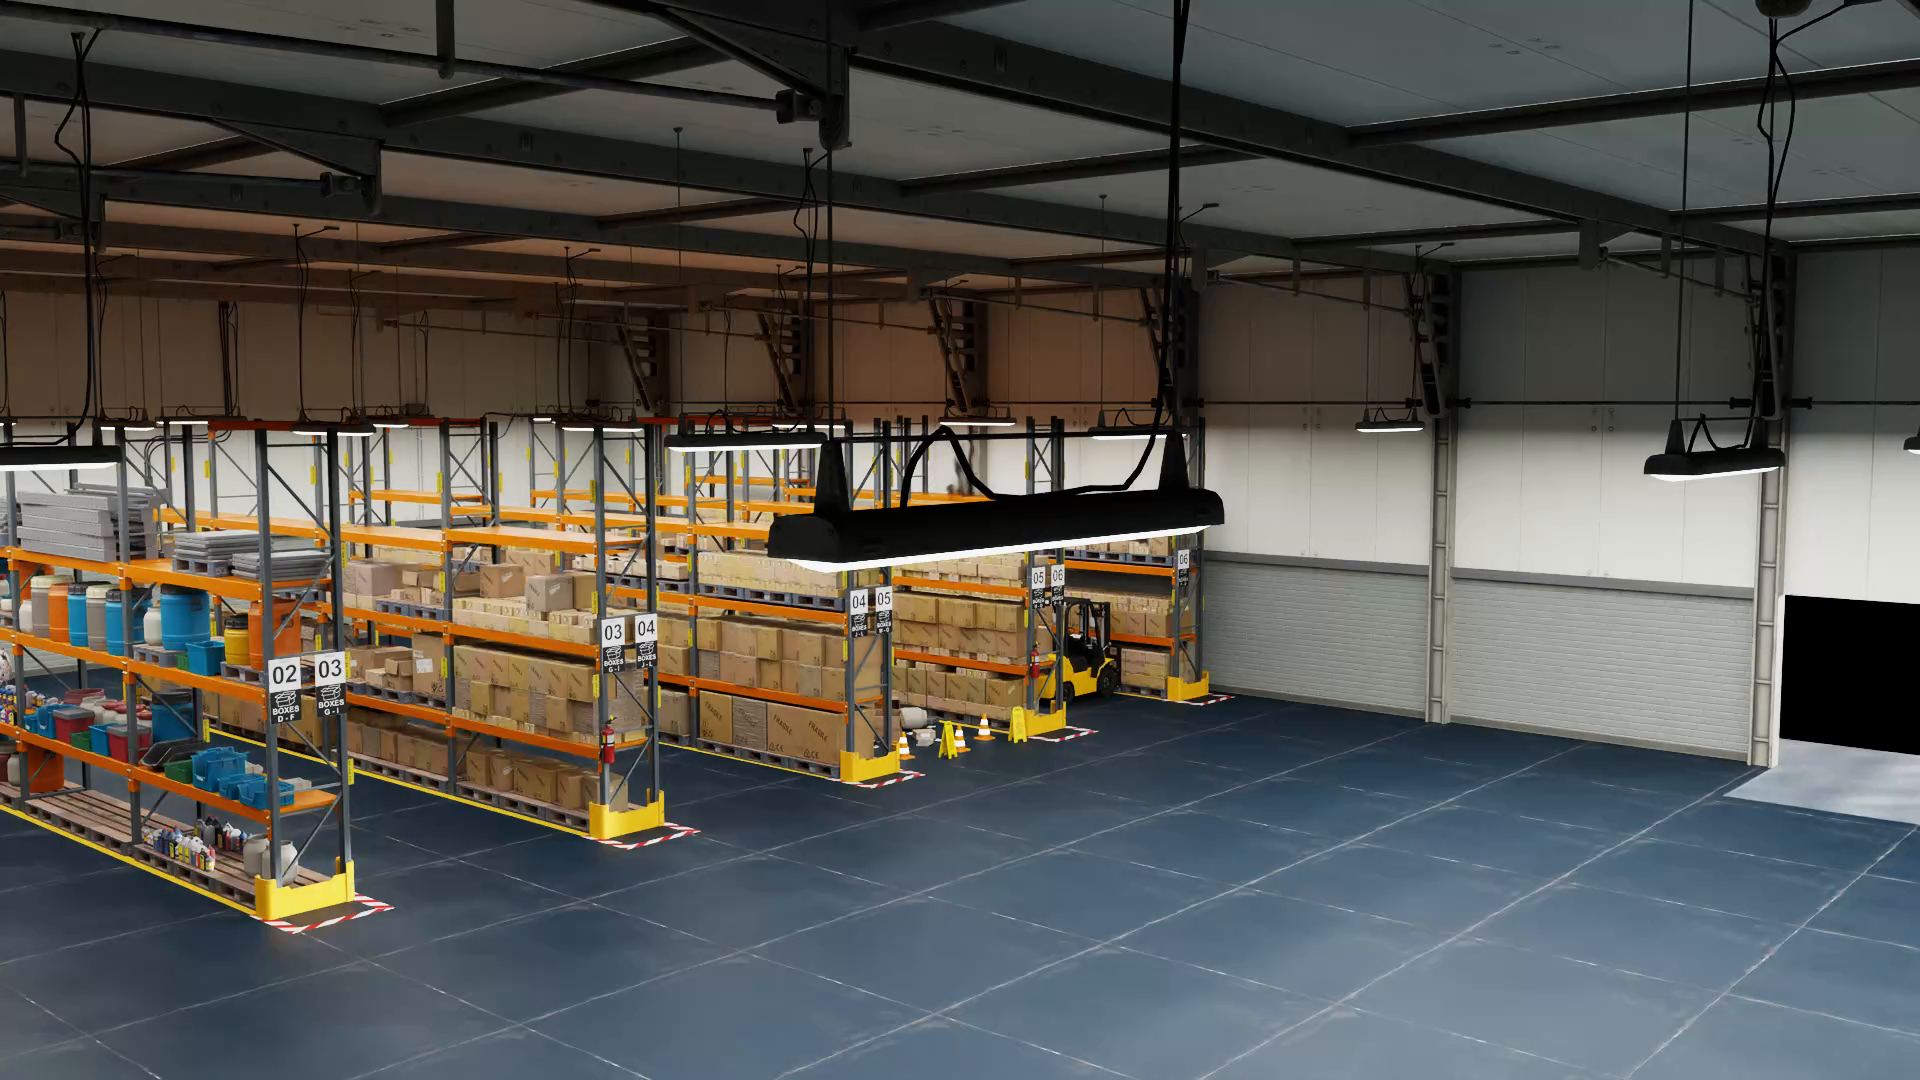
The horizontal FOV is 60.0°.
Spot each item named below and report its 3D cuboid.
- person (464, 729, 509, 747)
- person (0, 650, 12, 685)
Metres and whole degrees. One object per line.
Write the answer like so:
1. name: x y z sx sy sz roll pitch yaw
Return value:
1. person: -8.729 2.883 30.590 0.972 1.796 0.676 2 5 27
2. person: -18.680 2.766 32.219 0.961 1.782 0.674 3 5 29
